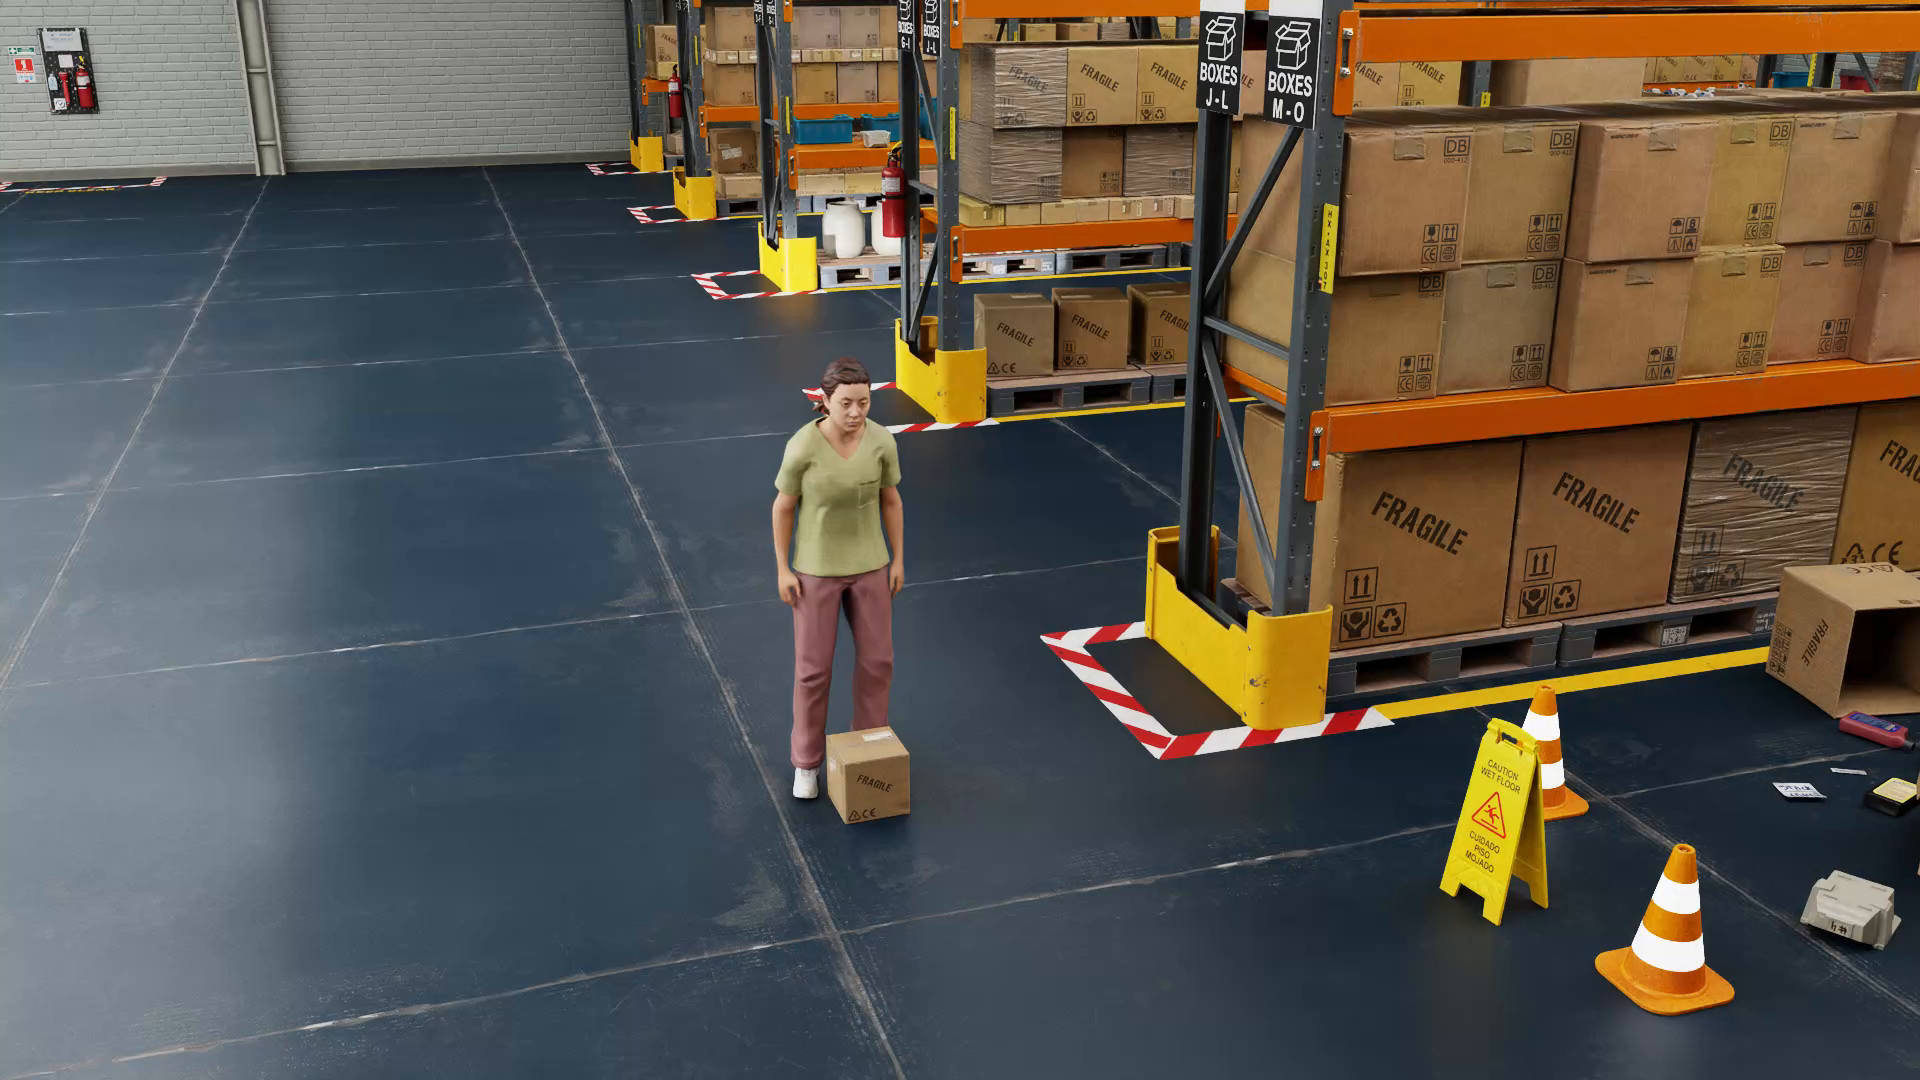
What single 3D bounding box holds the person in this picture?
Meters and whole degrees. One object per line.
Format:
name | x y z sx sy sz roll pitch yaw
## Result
person | -0.435 0.129 6.203 0.497 1.672 0.360 -6 20 -17
